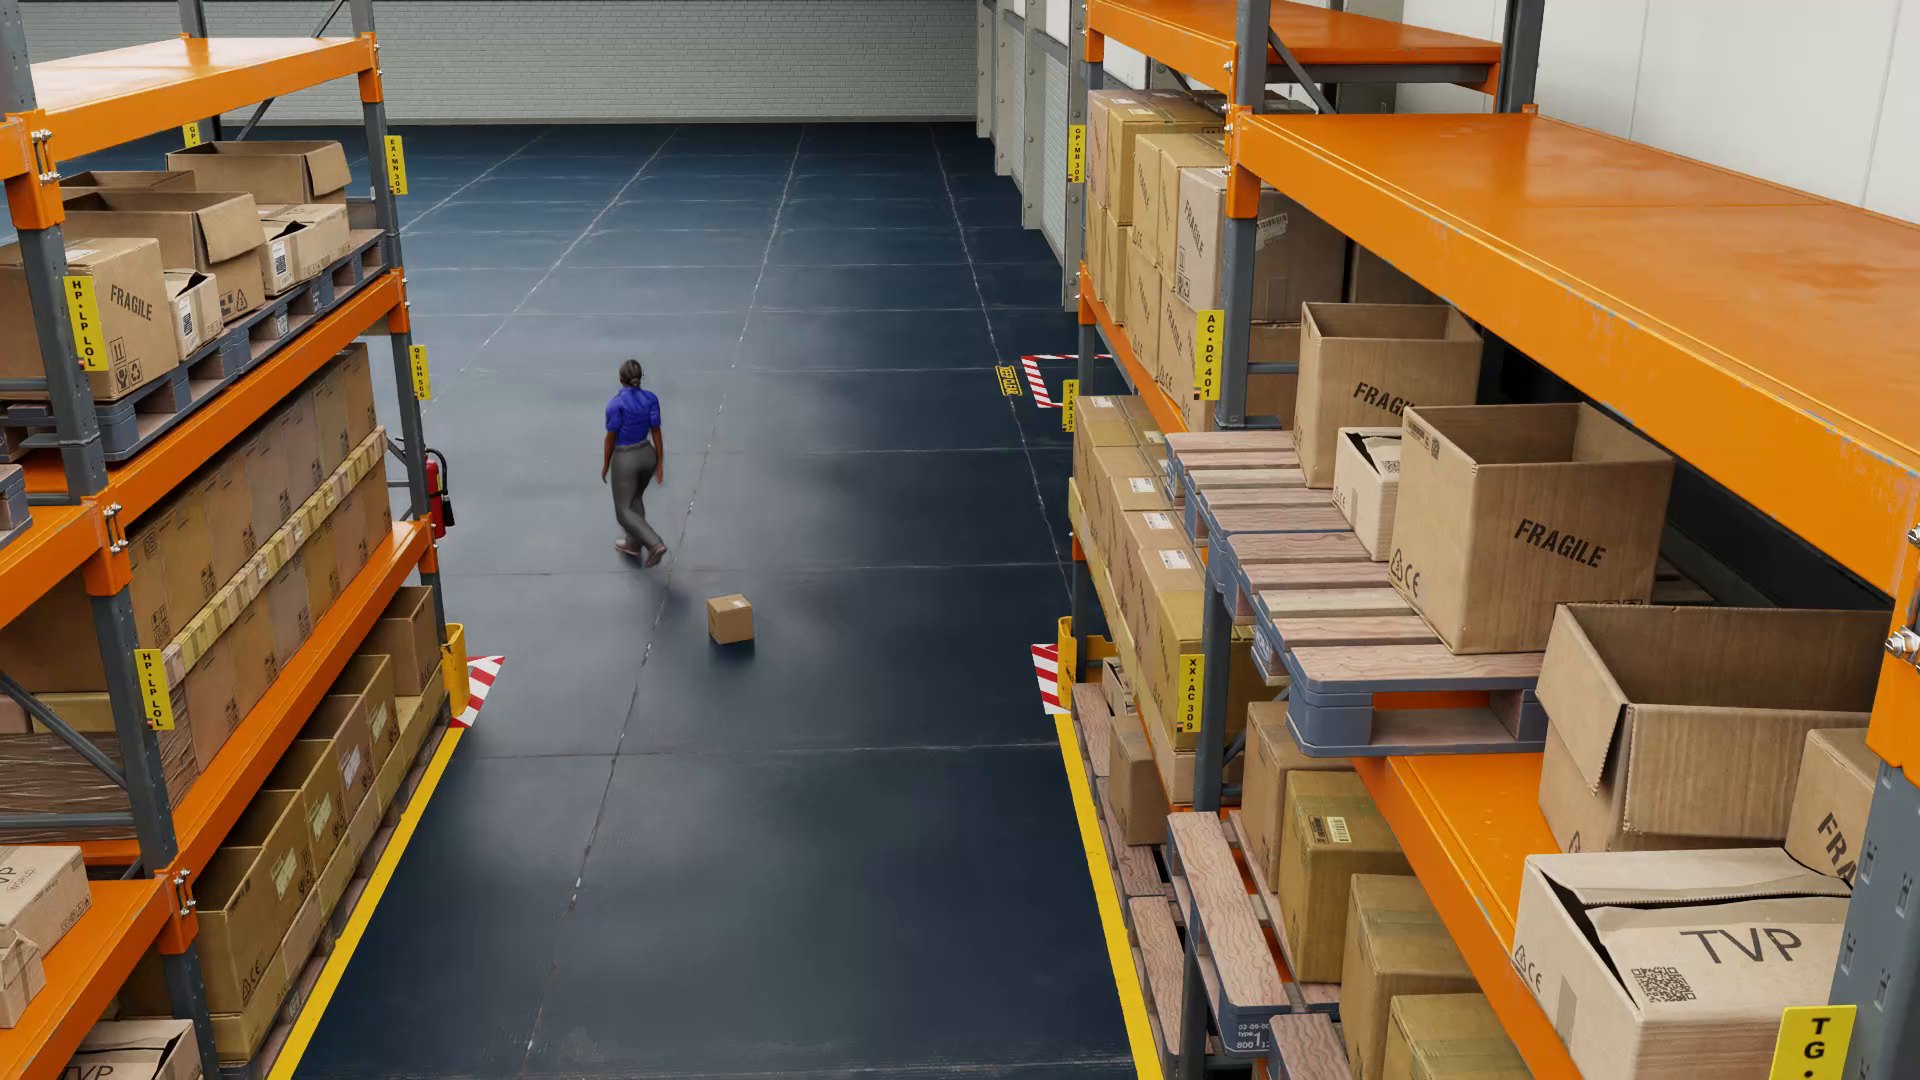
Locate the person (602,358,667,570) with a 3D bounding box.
[{"bbox_3d":[-2.462,-0.587,12.616,0.840,1.614,0.438,19,28,41],"label":"person"}]
